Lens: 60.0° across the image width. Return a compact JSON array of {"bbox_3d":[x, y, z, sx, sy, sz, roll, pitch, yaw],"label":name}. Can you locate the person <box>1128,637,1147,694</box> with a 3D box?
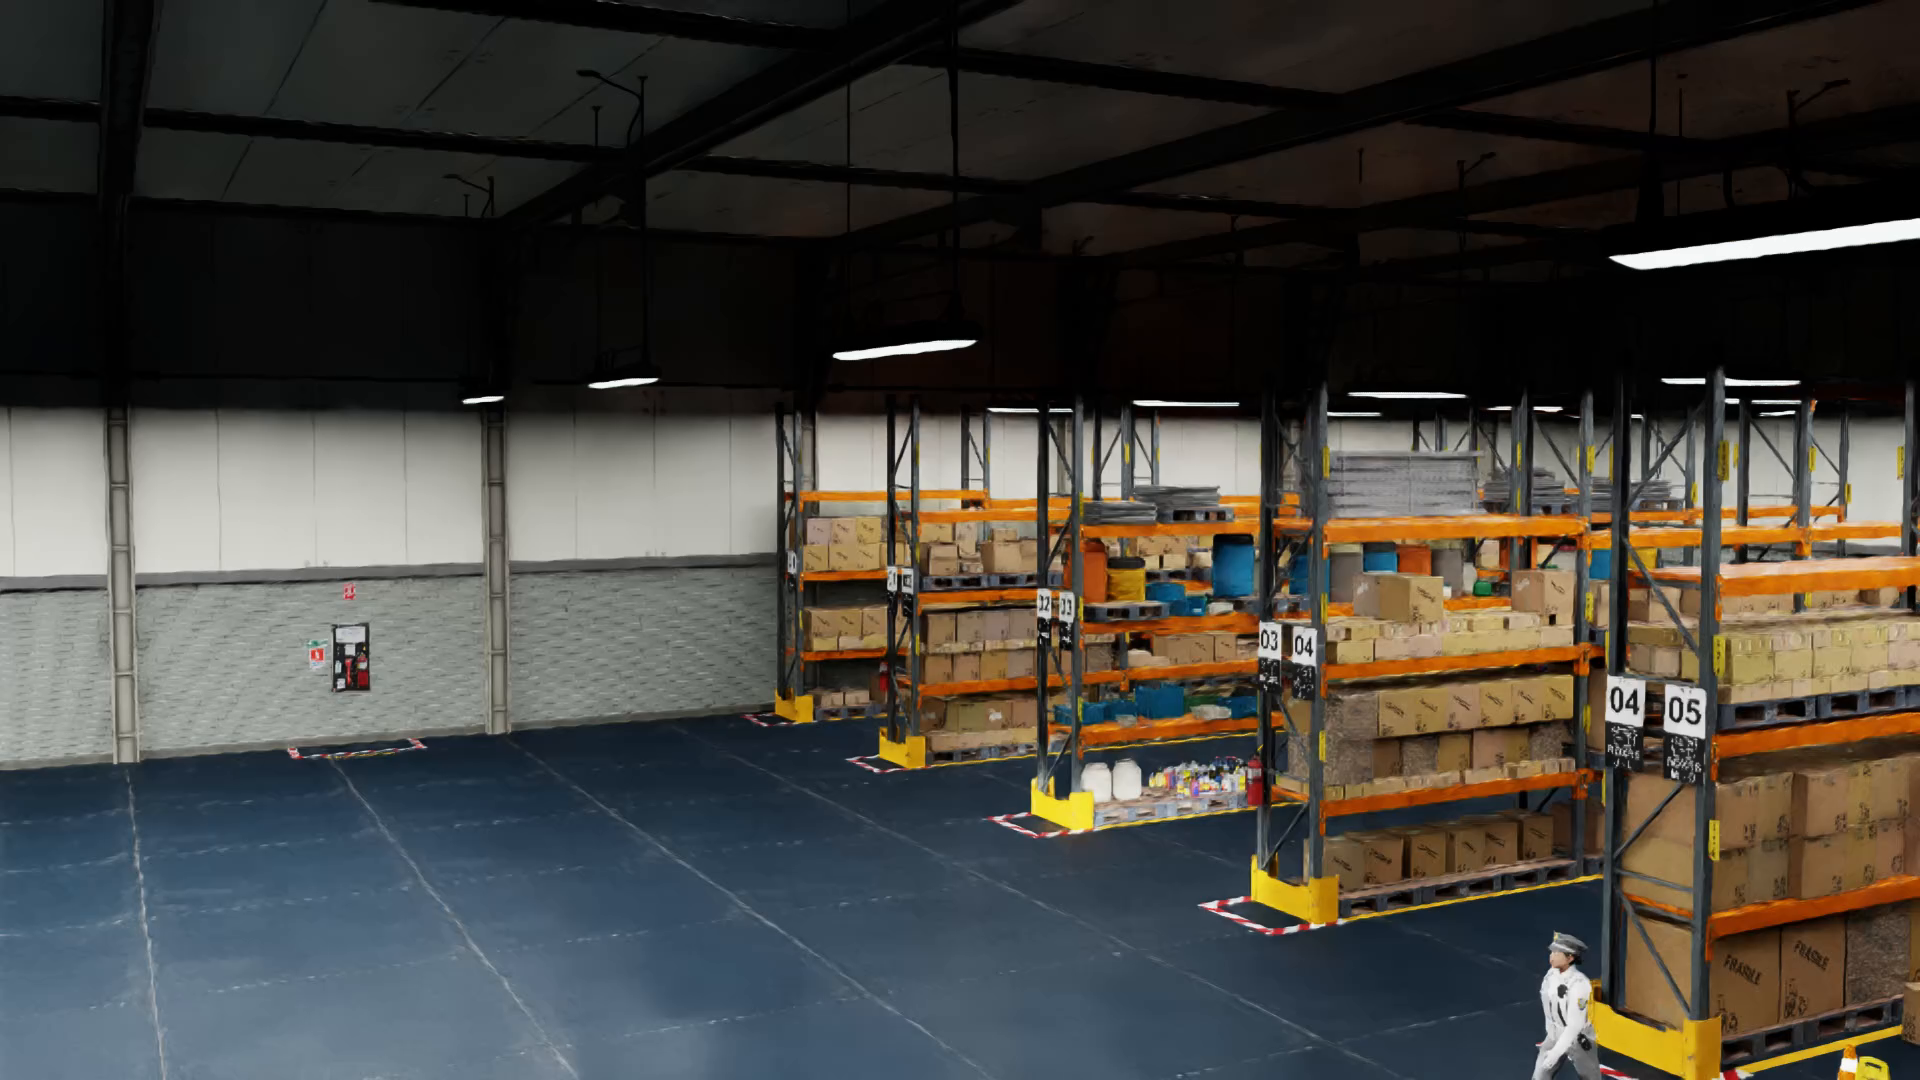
[{"bbox_3d":[3.309,2.661,31.192,0.513,1.495,0.592,-2,4,-29],"label":"person"}]

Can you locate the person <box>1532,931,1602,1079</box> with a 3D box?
[{"bbox_3d":[4.411,3.648,12.118,0.989,1.621,0.464,-1,3,-19],"label":"person"}]
